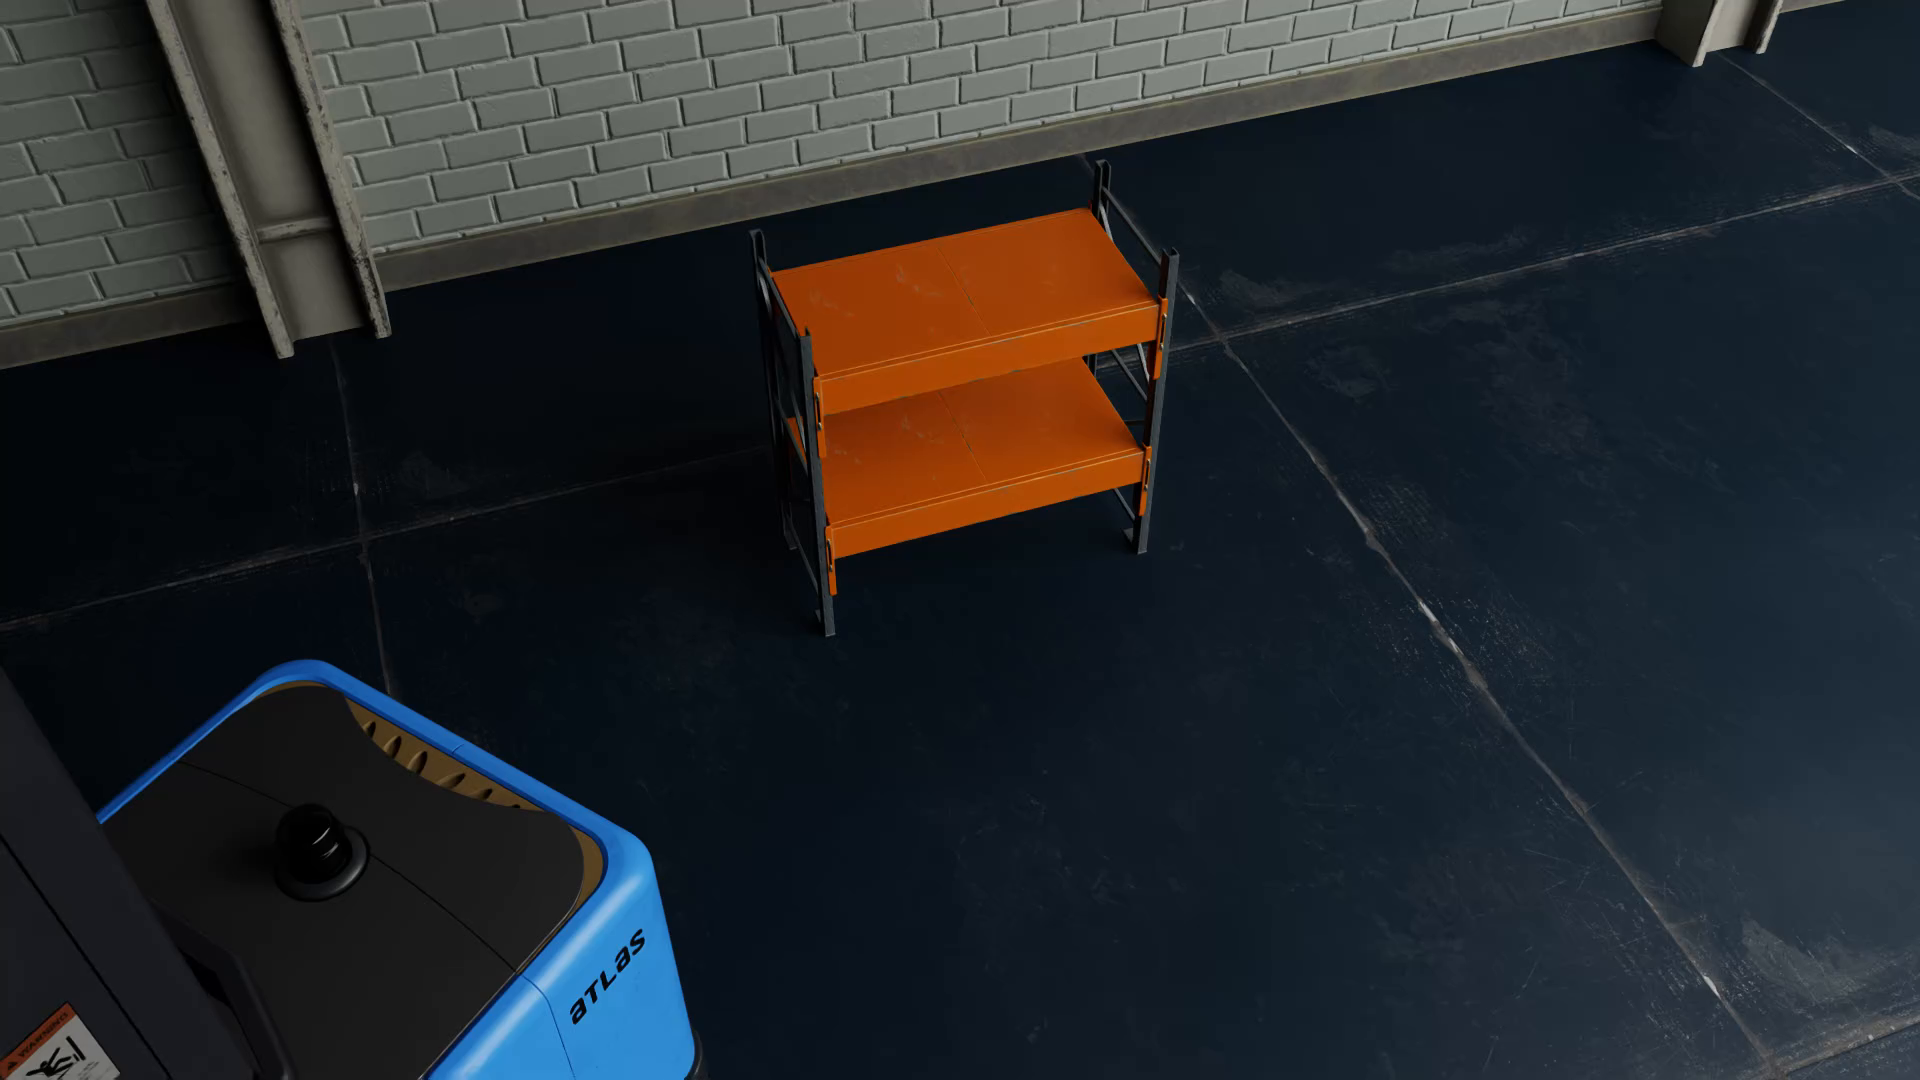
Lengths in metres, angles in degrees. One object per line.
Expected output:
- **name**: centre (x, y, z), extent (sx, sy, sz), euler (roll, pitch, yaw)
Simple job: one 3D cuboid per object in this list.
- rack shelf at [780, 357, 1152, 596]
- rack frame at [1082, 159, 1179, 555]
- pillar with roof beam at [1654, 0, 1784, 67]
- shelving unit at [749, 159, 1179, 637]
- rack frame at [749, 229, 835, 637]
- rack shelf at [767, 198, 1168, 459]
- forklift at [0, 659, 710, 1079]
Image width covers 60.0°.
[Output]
- **rack shelf**: centre (0.006, -0.226, 5.026), extent (1.000, 0.278, 0.538), euler (-14, 47, -14)
- **rack frame**: centre (0.485, -0.521, 4.975), extent (0.032, 1.125, 0.500), euler (-14, 47, -14)
- **pillar with roof beam**: centre (4.822, -2.542, 1.430), extent (0.400, 9.000, 9.100), euler (-14, 47, -14)
- **shelving unit**: centre (0.006, -0.399, 4.853), extent (1.048, 1.125, 0.538), euler (-14, 47, -14)
- **rack frame**: centre (-0.472, -0.276, 4.731), extent (0.032, 1.125, 0.500), euler (-14, 47, -14)
- **rack shelf**: centre (0.006, -0.605, 4.646), extent (1.000, 0.278, 0.538), euler (-14, 47, -14)
- **forklift**: centre (-1.772, 1.018, 2.166), extent (1.130, 2.935, 3.031), euler (24, 50, 22)
